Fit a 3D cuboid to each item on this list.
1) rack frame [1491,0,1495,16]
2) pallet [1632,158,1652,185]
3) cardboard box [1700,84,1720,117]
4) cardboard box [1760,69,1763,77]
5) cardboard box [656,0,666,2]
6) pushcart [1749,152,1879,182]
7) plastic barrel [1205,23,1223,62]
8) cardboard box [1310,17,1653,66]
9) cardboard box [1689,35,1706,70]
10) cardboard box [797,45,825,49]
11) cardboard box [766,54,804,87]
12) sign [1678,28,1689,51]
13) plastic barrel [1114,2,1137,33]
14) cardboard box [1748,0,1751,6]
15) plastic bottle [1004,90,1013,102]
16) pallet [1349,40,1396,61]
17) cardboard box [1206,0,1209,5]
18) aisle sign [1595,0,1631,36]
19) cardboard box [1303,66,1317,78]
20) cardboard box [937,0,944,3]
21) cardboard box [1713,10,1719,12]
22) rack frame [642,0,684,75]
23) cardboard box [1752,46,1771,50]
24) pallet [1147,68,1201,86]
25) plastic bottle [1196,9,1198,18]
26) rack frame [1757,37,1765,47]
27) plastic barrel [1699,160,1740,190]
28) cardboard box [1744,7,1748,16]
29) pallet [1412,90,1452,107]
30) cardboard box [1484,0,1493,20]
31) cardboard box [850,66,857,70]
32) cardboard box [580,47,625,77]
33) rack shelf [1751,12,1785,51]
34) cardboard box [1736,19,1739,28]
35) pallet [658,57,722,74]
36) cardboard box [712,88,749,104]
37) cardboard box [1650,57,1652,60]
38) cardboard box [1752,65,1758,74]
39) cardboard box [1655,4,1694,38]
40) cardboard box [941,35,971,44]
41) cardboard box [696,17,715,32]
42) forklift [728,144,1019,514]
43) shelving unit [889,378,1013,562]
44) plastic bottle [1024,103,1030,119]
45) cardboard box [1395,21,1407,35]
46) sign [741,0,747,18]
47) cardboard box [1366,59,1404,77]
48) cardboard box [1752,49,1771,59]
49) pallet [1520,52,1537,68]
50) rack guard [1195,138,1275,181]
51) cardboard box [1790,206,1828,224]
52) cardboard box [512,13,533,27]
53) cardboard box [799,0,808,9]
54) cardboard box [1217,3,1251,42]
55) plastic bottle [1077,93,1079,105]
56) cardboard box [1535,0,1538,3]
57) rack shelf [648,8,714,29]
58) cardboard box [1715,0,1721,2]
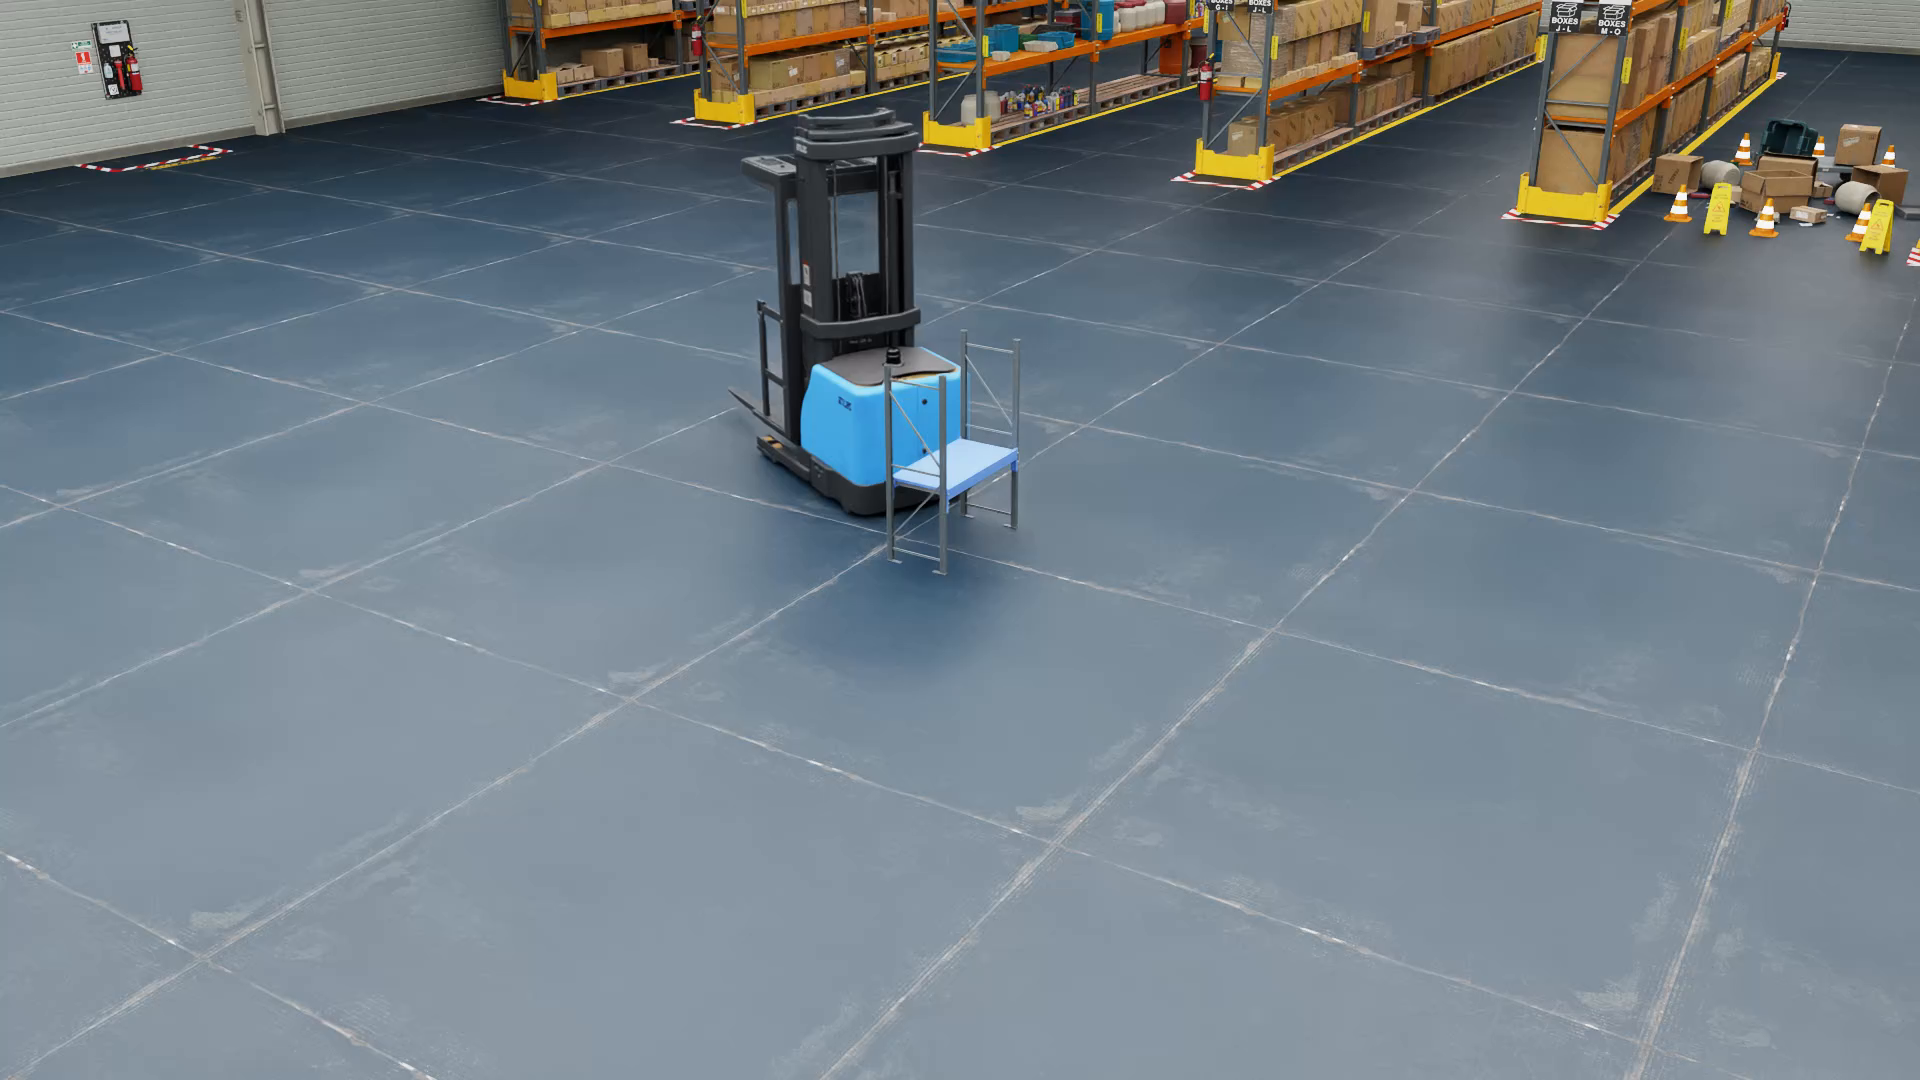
[{"bbox_3d":[10.484,-10.998,34.216,1.000,3.000,0.127,14,27,29],"label":"rack frame"},{"bbox_3d":[9.957,-5.705,25.498,1.003,0.211,1.213,14,27,29],"label":"pallet"},{"bbox_3d":[13.124,-7.806,29.459,0.500,0.500,0.500,13,26,27],"label":"cardboard box"},{"bbox_3d":[16.191,-9.574,33.984,0.380,0.149,0.250,13,26,27],"label":"cardboard box"},{"bbox_3d":[-6.347,-11.473,34.531,0.500,0.500,0.500,14,27,29],"label":"cardboard box"},{"bbox_3d":[12.720,-5.479,24.767,1.648,0.377,0.936,5,24,11],"label":"pushcart"},{"bbox_3d":[5.601,-10.847,35.979,0.600,0.901,0.708,14,27,29],"label":"plastic barrel"},{"bbox_3d":[7.448,-7.353,24.927,5.341,1.090,0.506,14,27,29],"label":"cardboard box"},{"bbox_3d":[11.730,-7.902,26.937,0.500,0.500,0.500,14,27,30],"label":"cardboard box"},{"bbox_3d":[-2.918,-9.389,32.487,0.500,0.500,0.500,14,27,29],"label":"cardboard box"},{"bbox_3d":[-3.074,-9.484,31.462,0.839,1.489,1.800,14,27,29],"label":"cardboard box"},{"bbox_3d":[10.897,-7.543,25.044,0.100,0.325,0.005,14,27,29],"label":"sign"},{"bbox_3d":[3.134,-9.923,31.561,0.433,0.535,0.433,0,23,0],"label":"plastic barrel"},{"bbox_3d":[14.598,-10.099,31.177,0.380,0.149,0.250,15,28,31],"label":"cardboard box"},{"bbox_3d":[0.856,-7.867,29.763,0.144,0.351,0.185,15,28,31],"label":"plastic bottle"},{"bbox_3d":[6.791,-8.438,28.542,1.003,0.211,1.213,14,27,29],"label":"pallet"},{"bbox_3d":[5.349,-11.559,35.666,0.154,0.276,0.136,14,27,30],"label":"cardboard box"},{"bbox_3d":[8.532,-6.981,21.663,0.394,0.787,0.004,14,27,29],"label":"aisle sign"},{"bbox_3d":[5.638,-7.769,27.073,1.016,0.149,2.250,14,27,29],"label":"cardboard box"},{"bbox_3d":[-0.676,-11.423,35.310,0.500,0.311,0.500,14,27,28],"label":"cardboard box"},{"bbox_3d":[13.082,-9.132,28.943,0.380,0.149,0.250,13,27,28],"label":"cardboard box"},{"bbox_3d":[-6.361,-11.412,35.172,1.000,3.000,0.127,14,27,29],"label":"rack frame"},{"bbox_3d":[16.690,-10.201,34.684,0.383,0.149,0.254,14,27,29],"label":"cardboard box"},{"bbox_3d":[8.468,-9.659,31.107,11.139,3.011,2.669,14,27,29],"label":"pallet"},{"bbox_3d":[4.805,-10.740,33.868,0.097,0.201,0.097,0,23,0],"label":"plastic bottle"},{"bbox_3d":[16.751,-11.276,34.856,0.949,2.616,0.053,14,27,29],"label":"rack frame"},{"bbox_3d":[11.129,-5.338,24.384,0.421,0.421,0.512,-7,24,-17],"label":"plastic barrel"},{"bbox_3d":[14.464,-9.874,31.032,0.380,0.149,0.250,14,27,29],"label":"cardboard box"},{"bbox_3d":[8.854,-8.619,32.230,1.003,0.211,1.213,14,27,29],"label":"pallet"},{"bbox_3d":[10.469,-10.829,33.699,0.500,0.500,0.500,14,27,29],"label":"cardboard box"},{"bbox_3d":[-2.178,-9.507,33.704,0.500,0.250,0.500,14,27,28],"label":"cardboard box"},{"bbox_3d":[5.090,-9.766,30.746,25.317,3.056,7.019,12,26,26],"label":"cardboard box"},{"bbox_3d":[17.750,-9.764,32.270,5.904,0.370,4.000,14,27,29],"label":"rack shelf"},{"bbox_3d":[14.059,-9.476,30.486,0.380,0.149,0.250,13,26,27],"label":"cardboard box"},{"bbox_3d":[-5.951,-10.396,36.334,1.003,0.211,1.213,14,27,29],"label":"pallet"},{"bbox_3d":[-4.228,-8.199,30.683,0.500,0.250,0.500,14,27,29],"label":"cardboard box"},{"bbox_3d":[9.584,-6.819,24.372,0.875,0.550,0.550,14,27,29],"label":"cardboard box"},{"bbox_3d":[15.759,-9.445,33.314,0.380,0.149,0.250,14,27,29],"label":"cardboard box"},{"bbox_3d":[11.218,-8.243,26.466,0.700,0.500,0.500,14,27,29],"label":"cardboard box"},{"bbox_3d":[-0.107,-10.685,35.720,0.500,0.311,0.500,15,27,30],"label":"cardboard box"},{"bbox_3d":[-5.486,-11.389,36.767,0.500,0.250,0.500,13,27,27],"label":"cardboard box"},{"bbox_3d":[0.144,-5.120,19.883,10.324,3.598,15.967,-13,27,-28],"label":"forklift"},{"bbox_3d":[-0.054,-0.653,12.205,0.475,1.308,0.991,14,27,29],"label":"shelving unit"},{"bbox_3d":[1.167,-7.483,28.975,0.097,0.271,0.097,0,23,0],"label":"plastic bottle"},{"bbox_3d":[7.724,-9.160,29.610,0.396,0.266,0.258,13,27,27],"label":"cardboard box"},{"bbox_3d":[-3.792,-9.341,29.198,0.100,0.325,0.005,14,27,29],"label":"sign"},{"bbox_3d":[7.775,-8.634,30.402,0.500,0.250,0.500,17,29,35],"label":"cardboard box"},{"bbox_3d":[16.480,-10.014,34.252,0.380,0.149,0.250,13,27,28],"label":"cardboard box"},{"bbox_3d":[12.239,-10.782,37.227,1.003,0.211,1.213,14,27,29],"label":"pallet"},{"bbox_3d":[4.194,-5.827,25.416,1.175,0.500,0.348,14,27,29],"label":"rack guard"},{"bbox_3d":[11.548,-4.429,22.629,0.250,0.149,0.380,-12,26,-26],"label":"cardboard box"},{"bbox_3d":[-8.389,-10.201,32.538,0.500,0.250,0.500,14,27,30],"label":"cardboard box"},{"bbox_3d":[-3.059,-9.975,30.910,0.380,0.149,0.250,14,27,29],"label":"cardboard box"},{"bbox_3d":[4.234,-7.827,25.131,0.500,0.500,0.500,14,27,29],"label":"cardboard box"},{"bbox_3d":[2.129,-8.066,30.411,0.097,0.201,0.097,0,23,0],"label":"plastic bottle"},{"bbox_3d":[12.550,-11.956,36.744,0.380,0.149,0.250,14,27,29],"label":"cardboard box"},{"bbox_3d":[-5.306,-11.757,36.874,1.077,0.370,4.000,14,27,29],"label":"rack shelf"},{"bbox_3d":[14.659,-10.330,32.171,0.500,0.500,0.500,14,27,29],"label":"cardboard box"}]
